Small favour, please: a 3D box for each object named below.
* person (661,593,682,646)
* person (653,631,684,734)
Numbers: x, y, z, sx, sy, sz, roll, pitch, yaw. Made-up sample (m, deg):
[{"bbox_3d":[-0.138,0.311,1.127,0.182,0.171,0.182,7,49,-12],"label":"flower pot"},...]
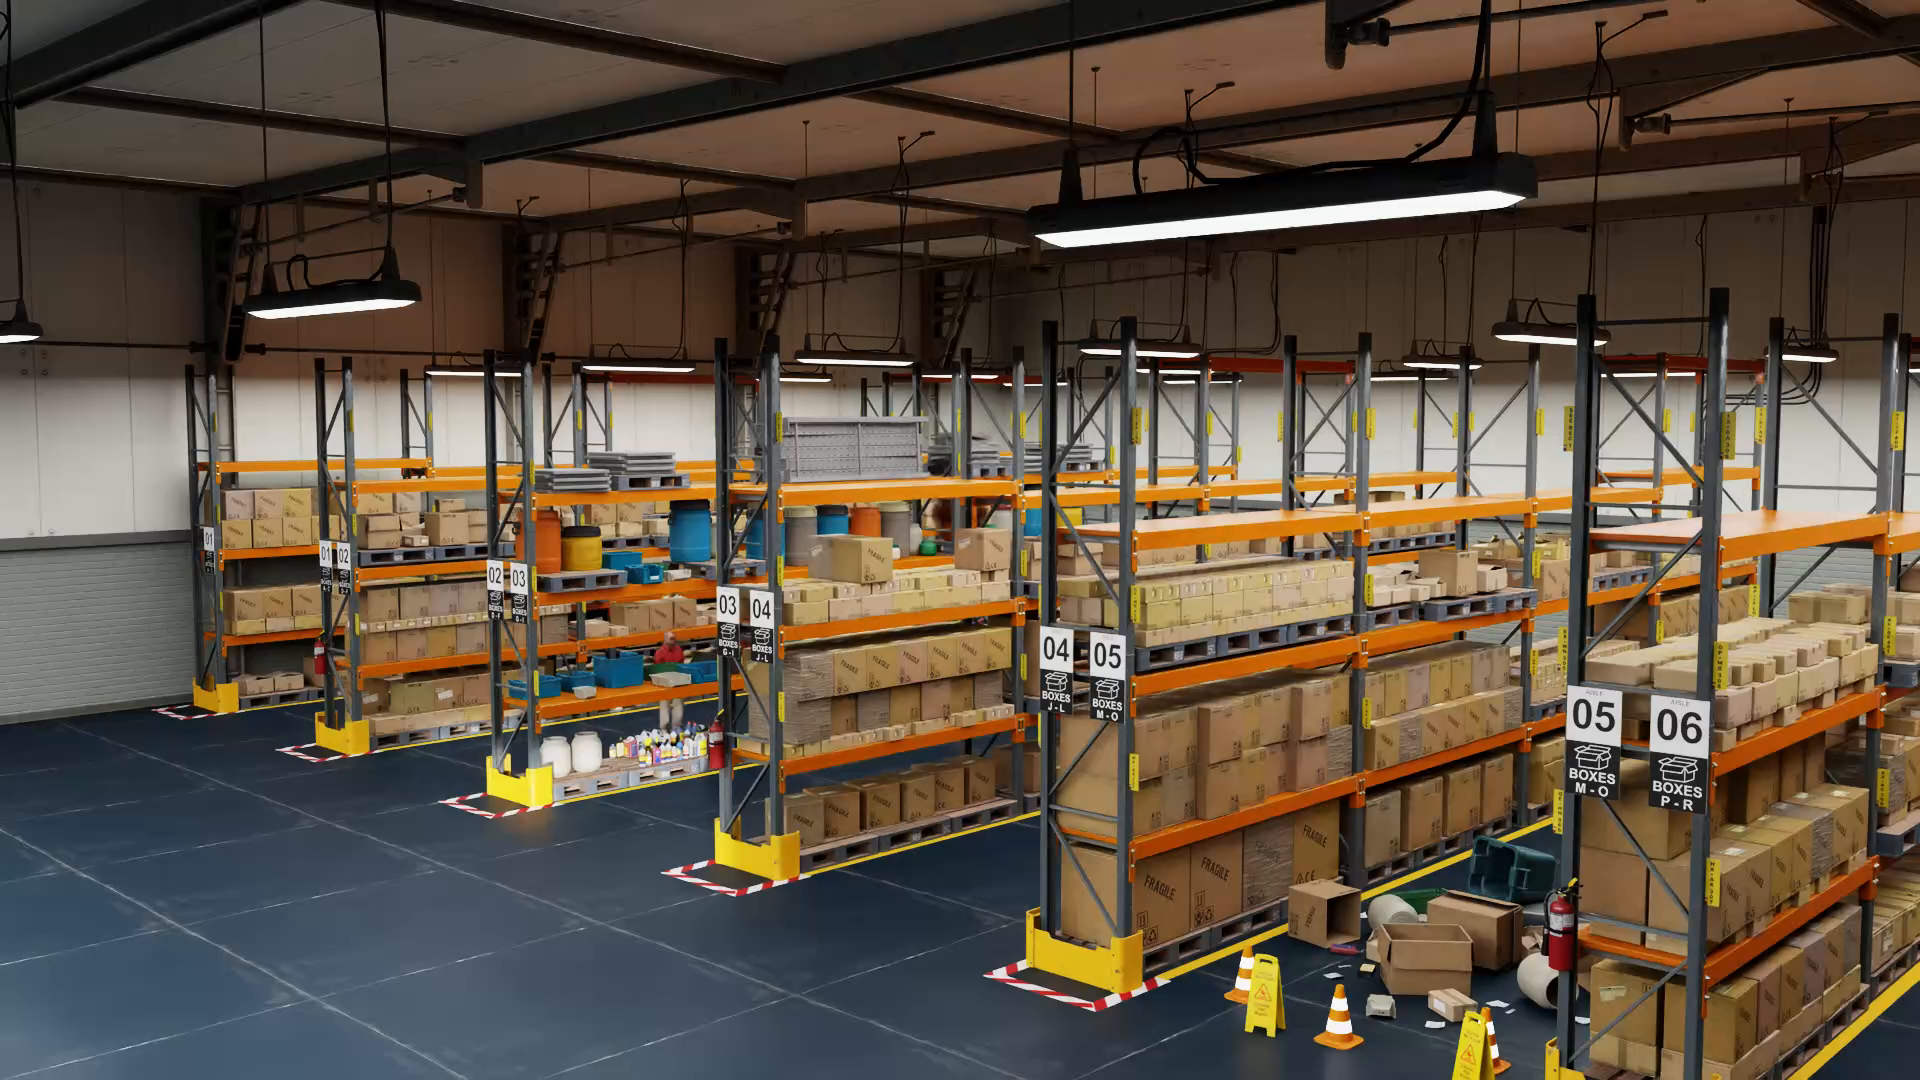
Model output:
[{"bbox_3d":[-5.856,1.725,33.784,0.603,1.753,0.727,1,5,14],"label":"person"},{"bbox_3d":[-4.552,2.294,26.225,0.637,1.737,0.367,-4,6,-42],"label":"person"}]
